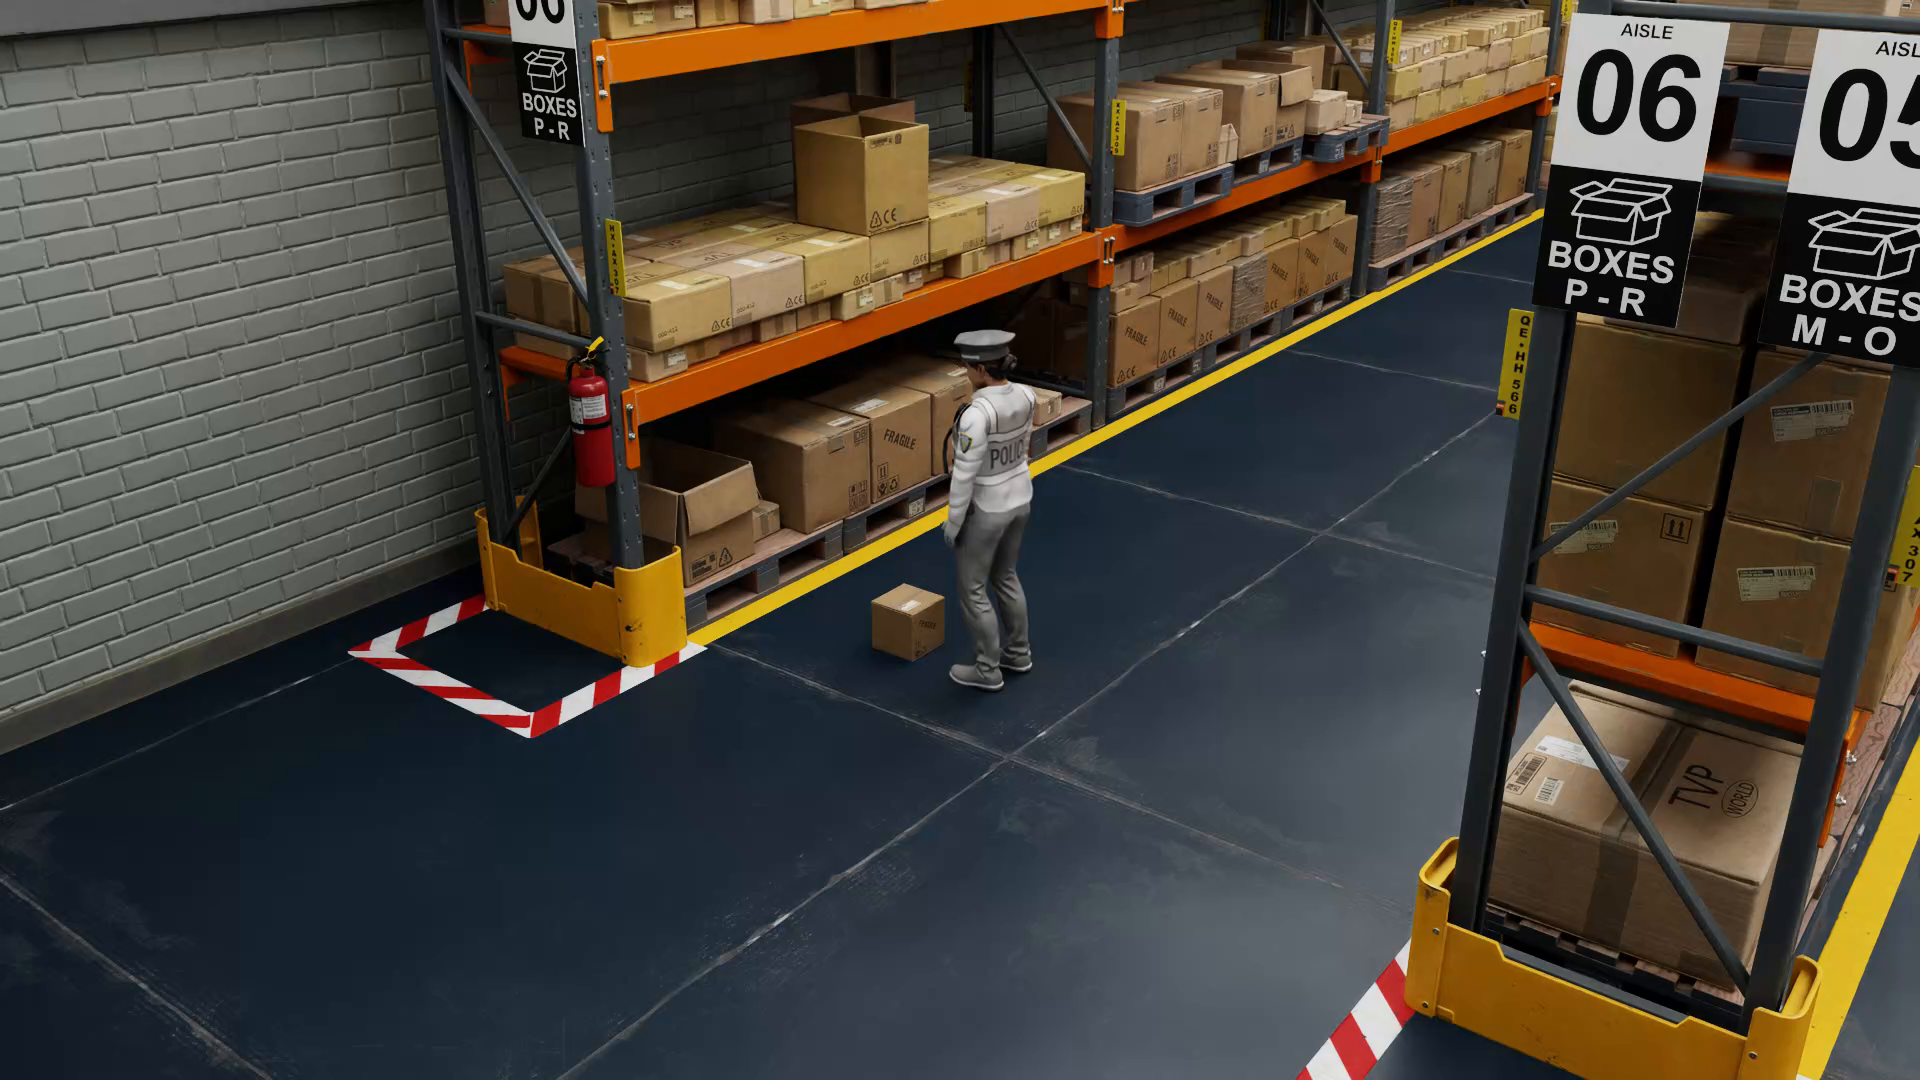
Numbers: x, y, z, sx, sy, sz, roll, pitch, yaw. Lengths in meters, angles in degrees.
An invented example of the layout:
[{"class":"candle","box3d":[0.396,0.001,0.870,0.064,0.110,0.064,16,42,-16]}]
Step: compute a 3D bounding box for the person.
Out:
[{"class":"person","box3d":[0.126,-0.122,7.389,0.327,1.662,0.473,17,29,34]}]
